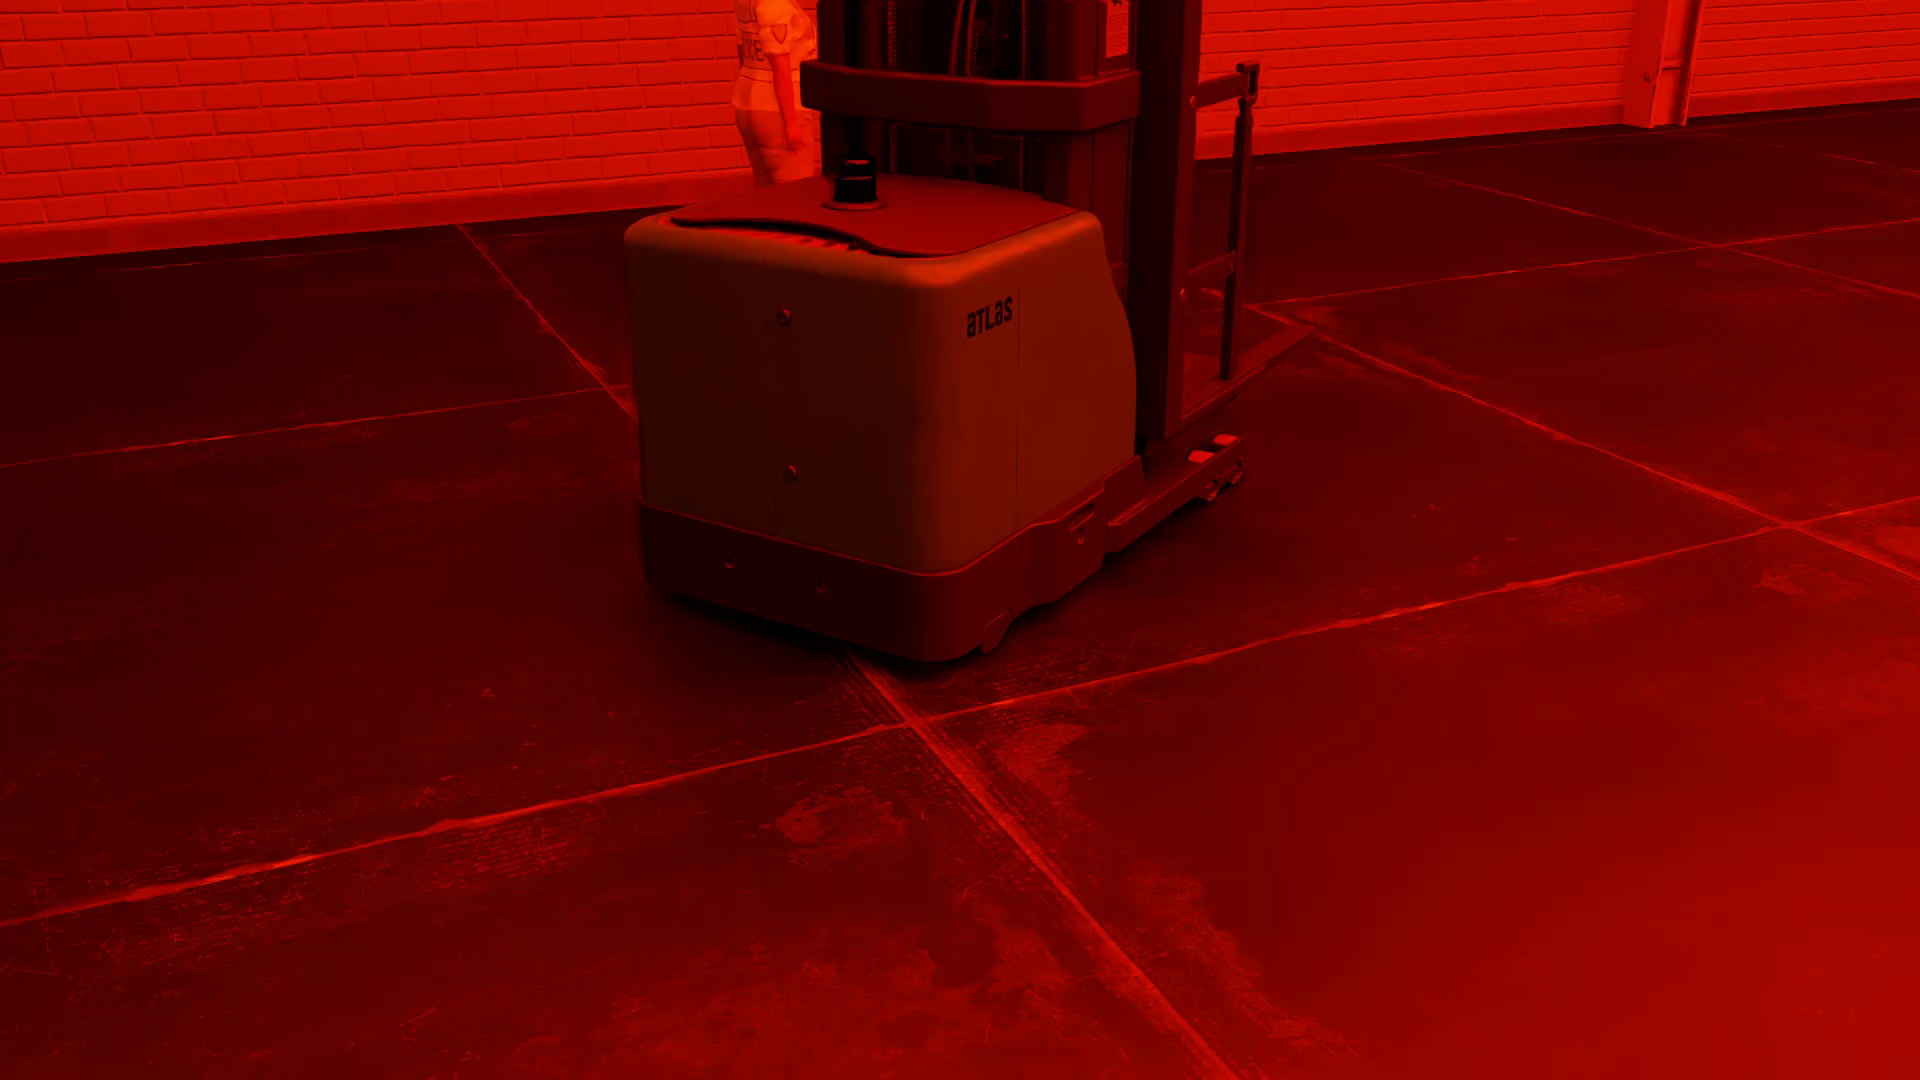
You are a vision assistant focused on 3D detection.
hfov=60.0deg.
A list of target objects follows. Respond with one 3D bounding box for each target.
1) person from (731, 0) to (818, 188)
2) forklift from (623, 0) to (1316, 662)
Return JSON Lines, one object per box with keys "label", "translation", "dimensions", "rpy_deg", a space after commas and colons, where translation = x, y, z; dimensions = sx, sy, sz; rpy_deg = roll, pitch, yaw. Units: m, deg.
{"label": "person", "translation": [-0.822, -1.913, 7.549], "dimensions": [0.389, 1.668, 0.499], "rpy_deg": [-10, 25, -23]}
{"label": "forklift", "translation": [0.318, -1.563, 5.050], "dimensions": [1.130, 2.935, 3.031], "rpy_deg": [13, 26, 29]}
